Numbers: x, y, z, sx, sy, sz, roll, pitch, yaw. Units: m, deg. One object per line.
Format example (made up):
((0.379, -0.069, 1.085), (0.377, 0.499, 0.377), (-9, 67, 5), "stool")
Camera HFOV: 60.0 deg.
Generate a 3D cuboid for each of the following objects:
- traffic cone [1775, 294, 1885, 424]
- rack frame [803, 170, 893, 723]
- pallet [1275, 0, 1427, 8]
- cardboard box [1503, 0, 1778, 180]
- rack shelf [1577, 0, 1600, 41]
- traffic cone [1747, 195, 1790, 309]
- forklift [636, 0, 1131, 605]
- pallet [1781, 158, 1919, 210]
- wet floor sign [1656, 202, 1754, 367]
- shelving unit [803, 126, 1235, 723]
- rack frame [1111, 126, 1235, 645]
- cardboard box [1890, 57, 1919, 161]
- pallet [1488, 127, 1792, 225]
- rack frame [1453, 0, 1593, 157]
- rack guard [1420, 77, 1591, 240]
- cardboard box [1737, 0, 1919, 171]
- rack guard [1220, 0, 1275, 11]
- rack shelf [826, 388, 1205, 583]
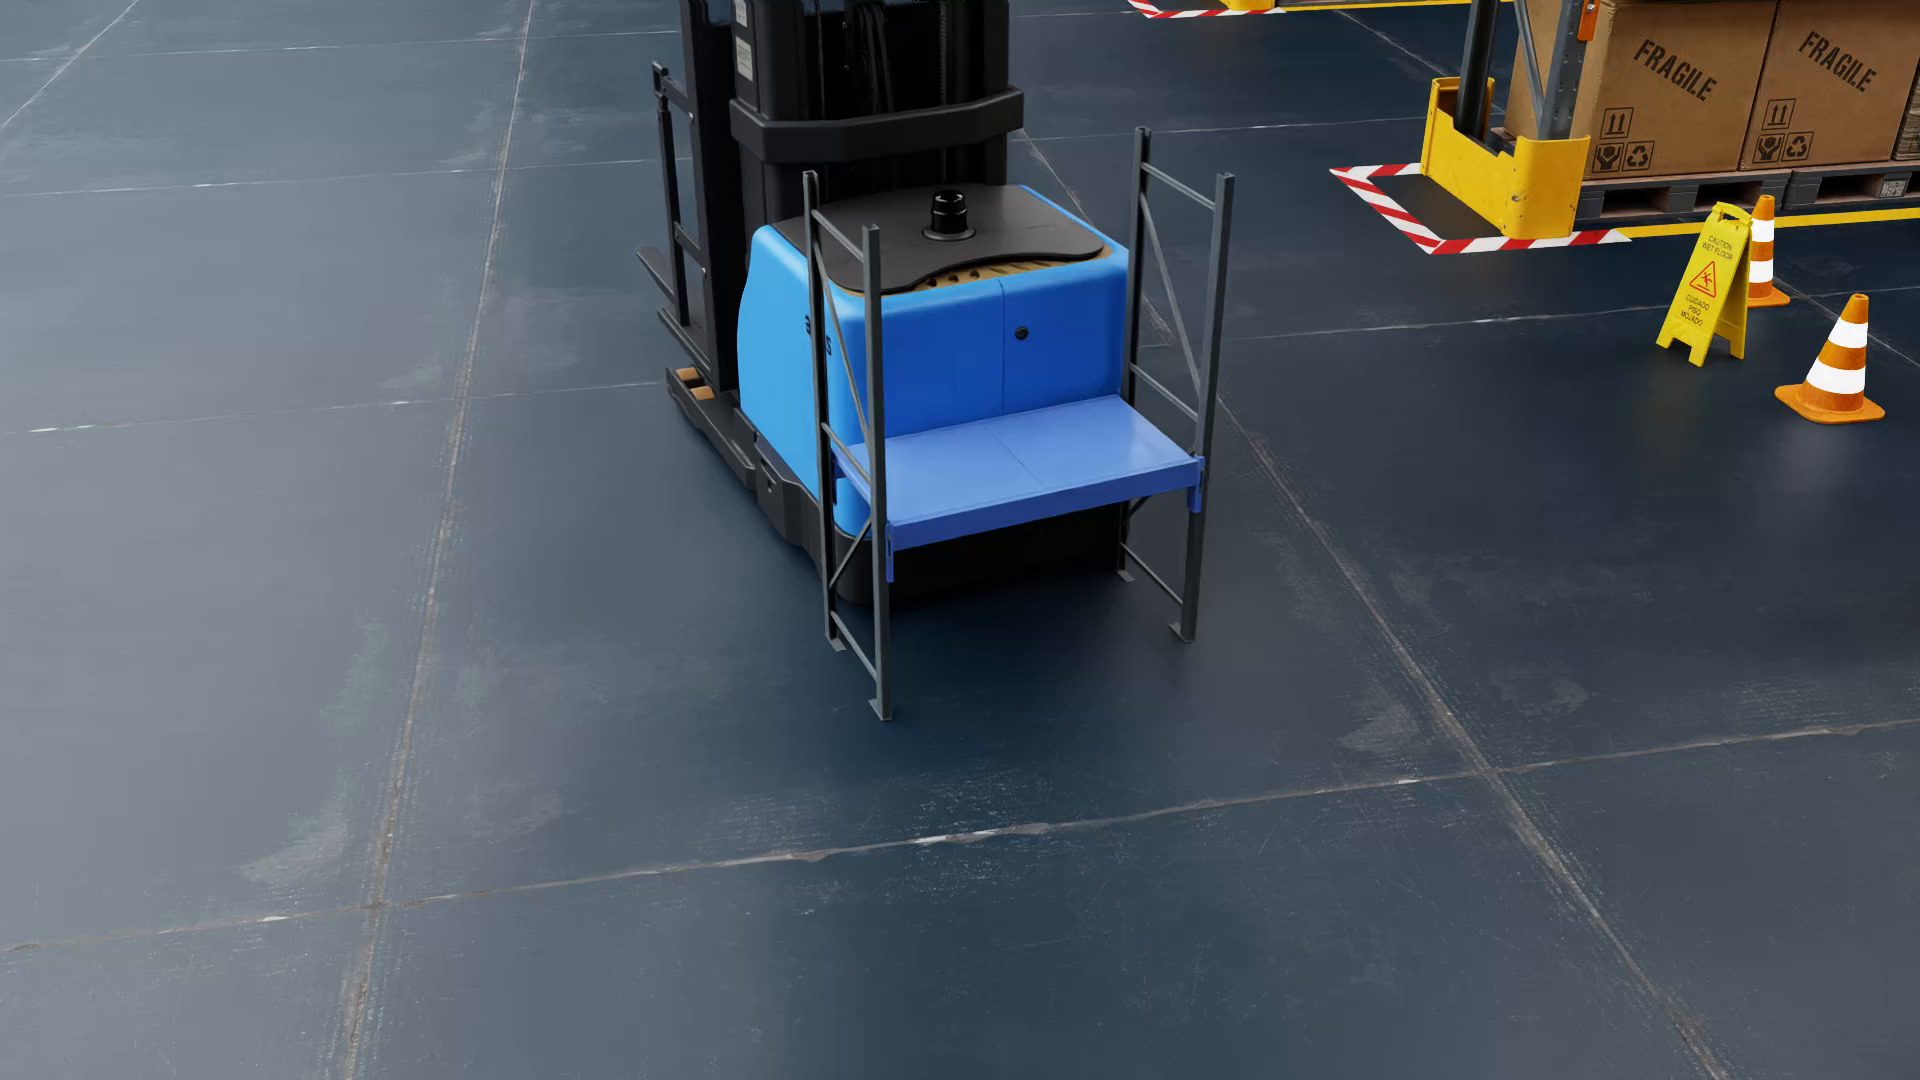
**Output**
((3.487, -0.744, 6.558), (0.334, 0.463, 0.336), (-5, 31, -9), "traffic cone")
((-0.310, -0.233, 4.666), (0.032, 1.500, 0.500), (-12, 33, -20), "rack frame")
((2.926, -4.435, 13.084), (1.213, 0.211, 1.003), (-5, 31, -9), "pallet")
((3.494, -2.451, 8.641), (0.875, 0.875, 0.875), (-5, 31, -9), "cardboard box")
((4.807, -2.963, 8.540), (4.000, 0.370, 1.077), (-5, 31, -9), "rack shelf")
((3.617, -1.338, 7.569), (0.334, 0.463, 0.336), (-5, 31, -9), "traffic cone")
((-0.516, -1.783, 5.890), (1.130, 2.935, 3.031), (-14, 33, -22), "forklift")
((4.809, -2.111, 9.131), (1.213, 0.211, 1.003), (-5, 31, -9), "pallet")
((3.167, -1.086, 6.961), (0.232, 0.644, 0.267), (-11, 32, -17), "wet floor sign")
((0.156, -0.335, 4.841), (1.048, 1.500, 0.538), (-12, 33, -20), "shelving unit")
((0.622, -0.438, 5.016), (0.032, 1.500, 0.500), (-12, 33, -20), "rack frame")
((5.257, -2.615, 8.919), (0.875, 0.875, 0.875), (-5, 31, -9), "cardboard box")
((3.612, -2.001, 8.945), (1.213, 0.211, 1.003), (-5, 31, -9), "pallet")
((2.839, -3.091, 8.047), (0.127, 3.000, 1.000), (-5, 31, -9), "rack frame")
((2.816, -2.011, 8.677), (0.348, 0.500, 1.175), (-5, 31, -9), "rack guard")
((4.360, -2.532, 8.779), (0.875, 0.875, 0.875), (-6, 31, -10), "cardboard box")
((2.120, -4.503, 12.914), (0.348, 0.500, 1.175), (-5, 31, -9), "rack guard")
((0.156, -0.180, 4.932), (1.000, 0.185, 0.538), (-12, 33, -20), "rack shelf")
